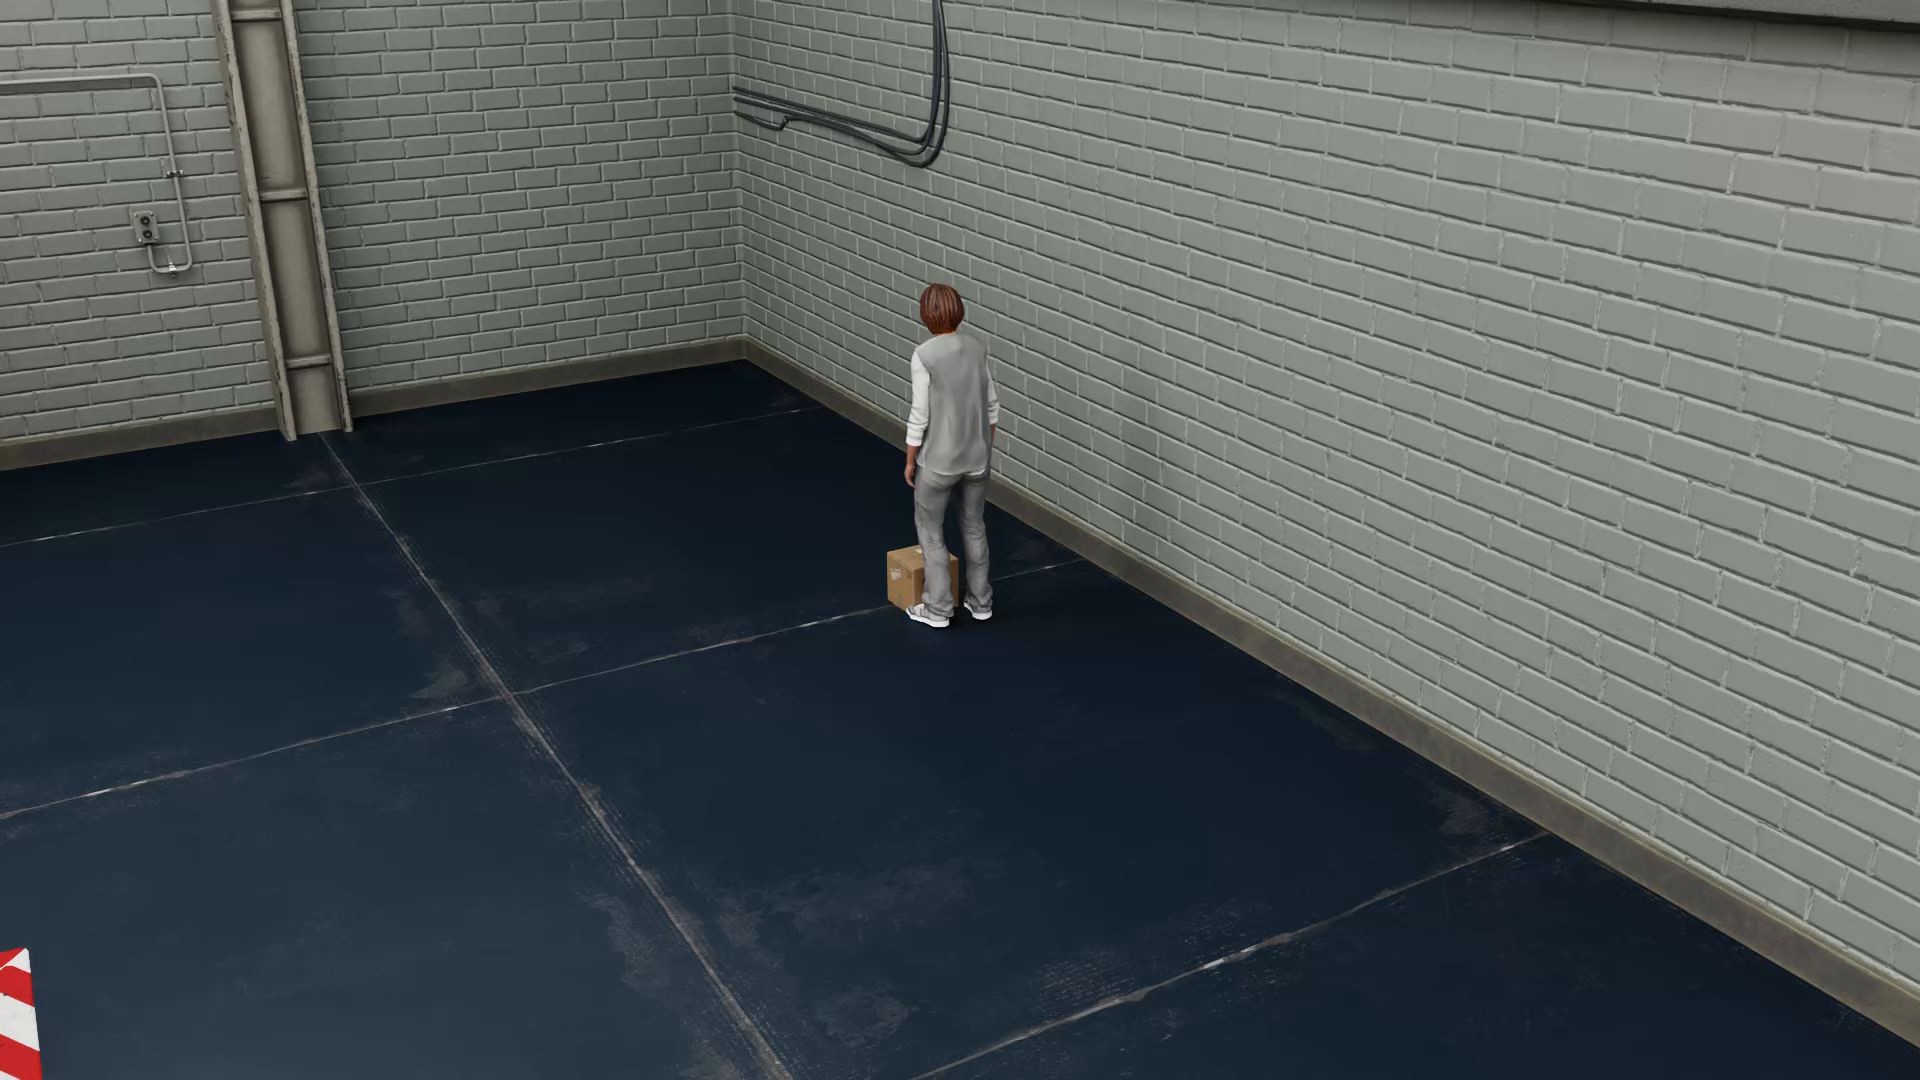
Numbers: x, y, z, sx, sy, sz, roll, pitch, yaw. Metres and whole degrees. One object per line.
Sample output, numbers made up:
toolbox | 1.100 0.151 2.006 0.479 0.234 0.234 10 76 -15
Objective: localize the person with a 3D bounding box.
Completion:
person | -0.047 -0.361 7.494 0.459 1.593 0.369 -13 25 -28
